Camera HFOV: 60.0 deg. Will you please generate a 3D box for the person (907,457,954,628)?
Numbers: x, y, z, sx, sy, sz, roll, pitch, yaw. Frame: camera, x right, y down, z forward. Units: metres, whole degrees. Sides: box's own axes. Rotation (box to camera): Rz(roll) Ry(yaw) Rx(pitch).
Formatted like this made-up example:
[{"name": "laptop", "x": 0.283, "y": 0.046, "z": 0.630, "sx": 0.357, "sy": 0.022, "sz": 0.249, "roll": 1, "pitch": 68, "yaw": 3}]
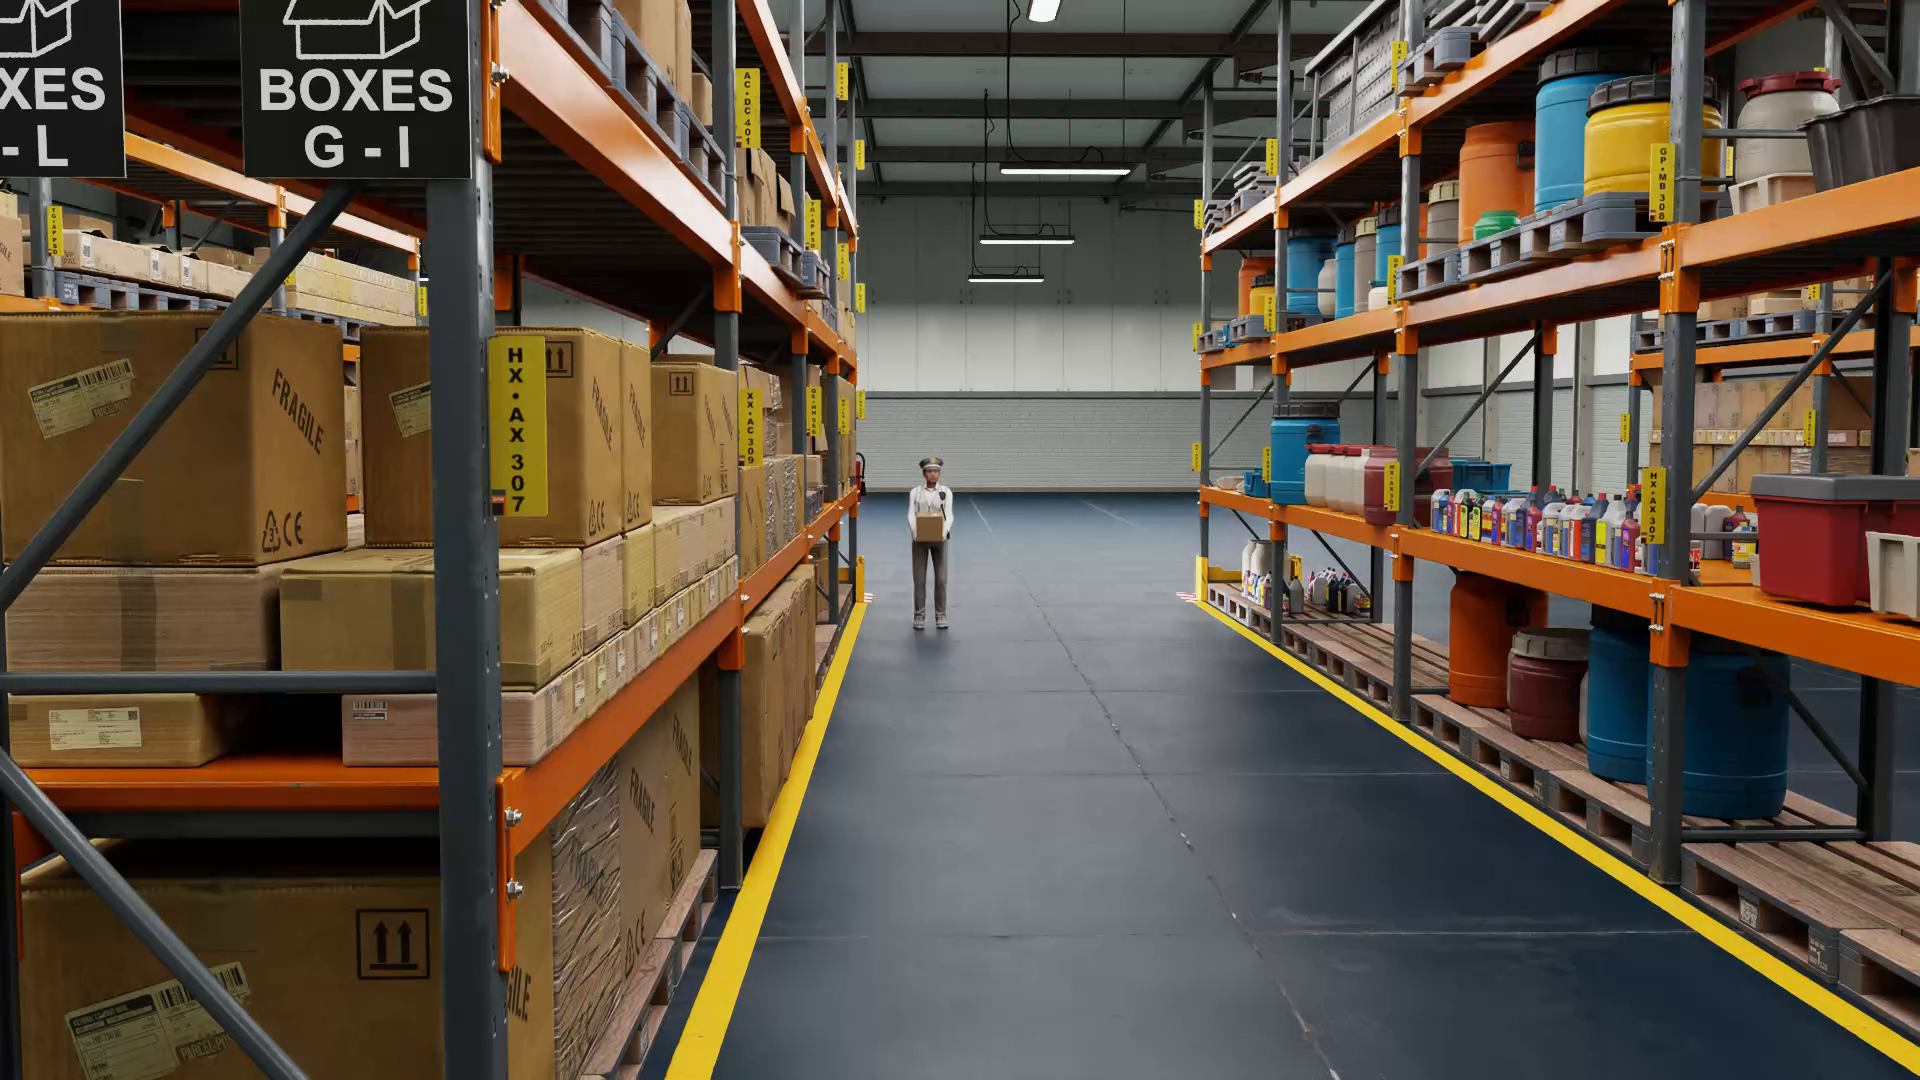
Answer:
[{"name": "person", "x": -0.294, "y": 0.024, "z": 16.444, "sx": 0.461, "sy": 1.687, "sz": 0.563, "roll": 0, "pitch": 4, "yaw": -1}]
